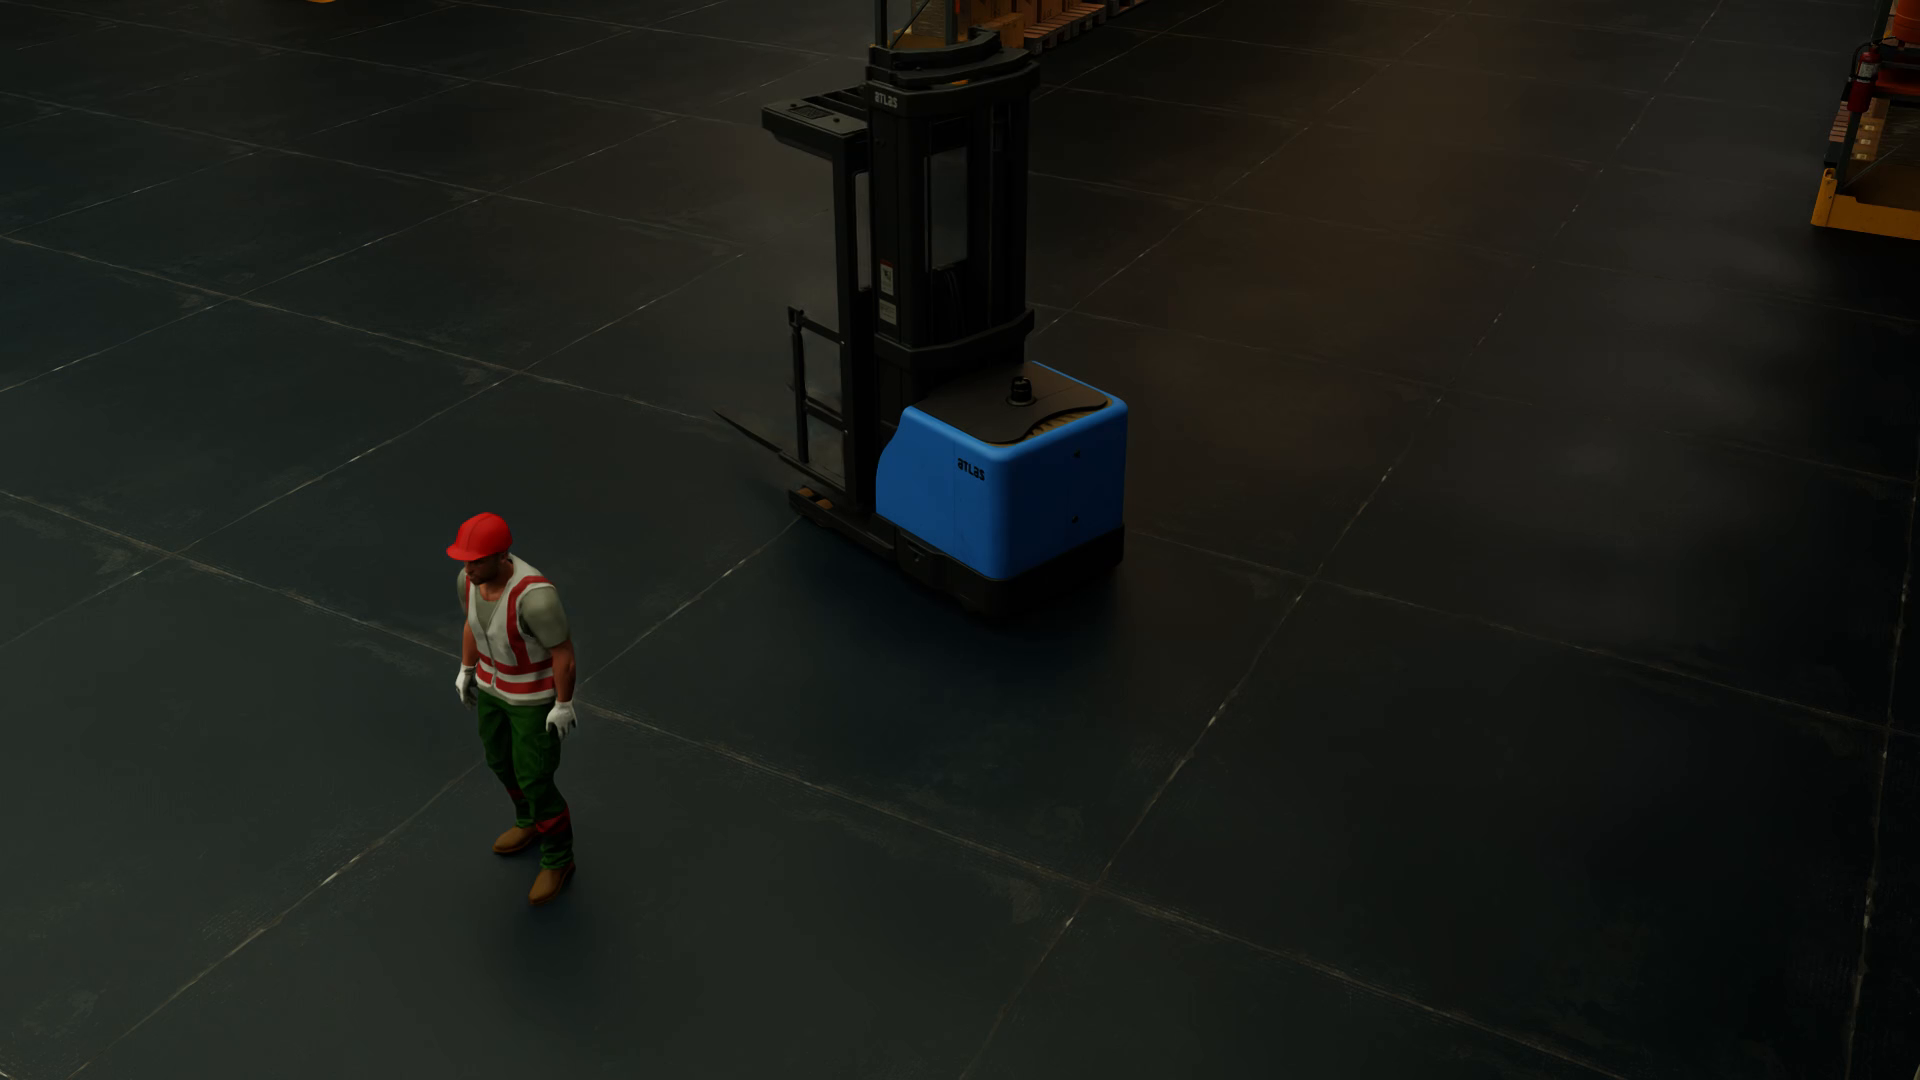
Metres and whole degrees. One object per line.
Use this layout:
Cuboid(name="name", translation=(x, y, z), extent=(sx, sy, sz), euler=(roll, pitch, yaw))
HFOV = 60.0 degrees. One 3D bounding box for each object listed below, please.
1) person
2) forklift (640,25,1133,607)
Cuboid(name="person", translation=(-1.907, 0.655, 7.094), extent=(0.608, 1.778, 0.442), euler=(19, 35, 29))
Cuboid(name="forklift", translation=(-0.540, -1.413, 9.519), extent=(3.031, 2.935, 1.130), euler=(15, 33, 25))
